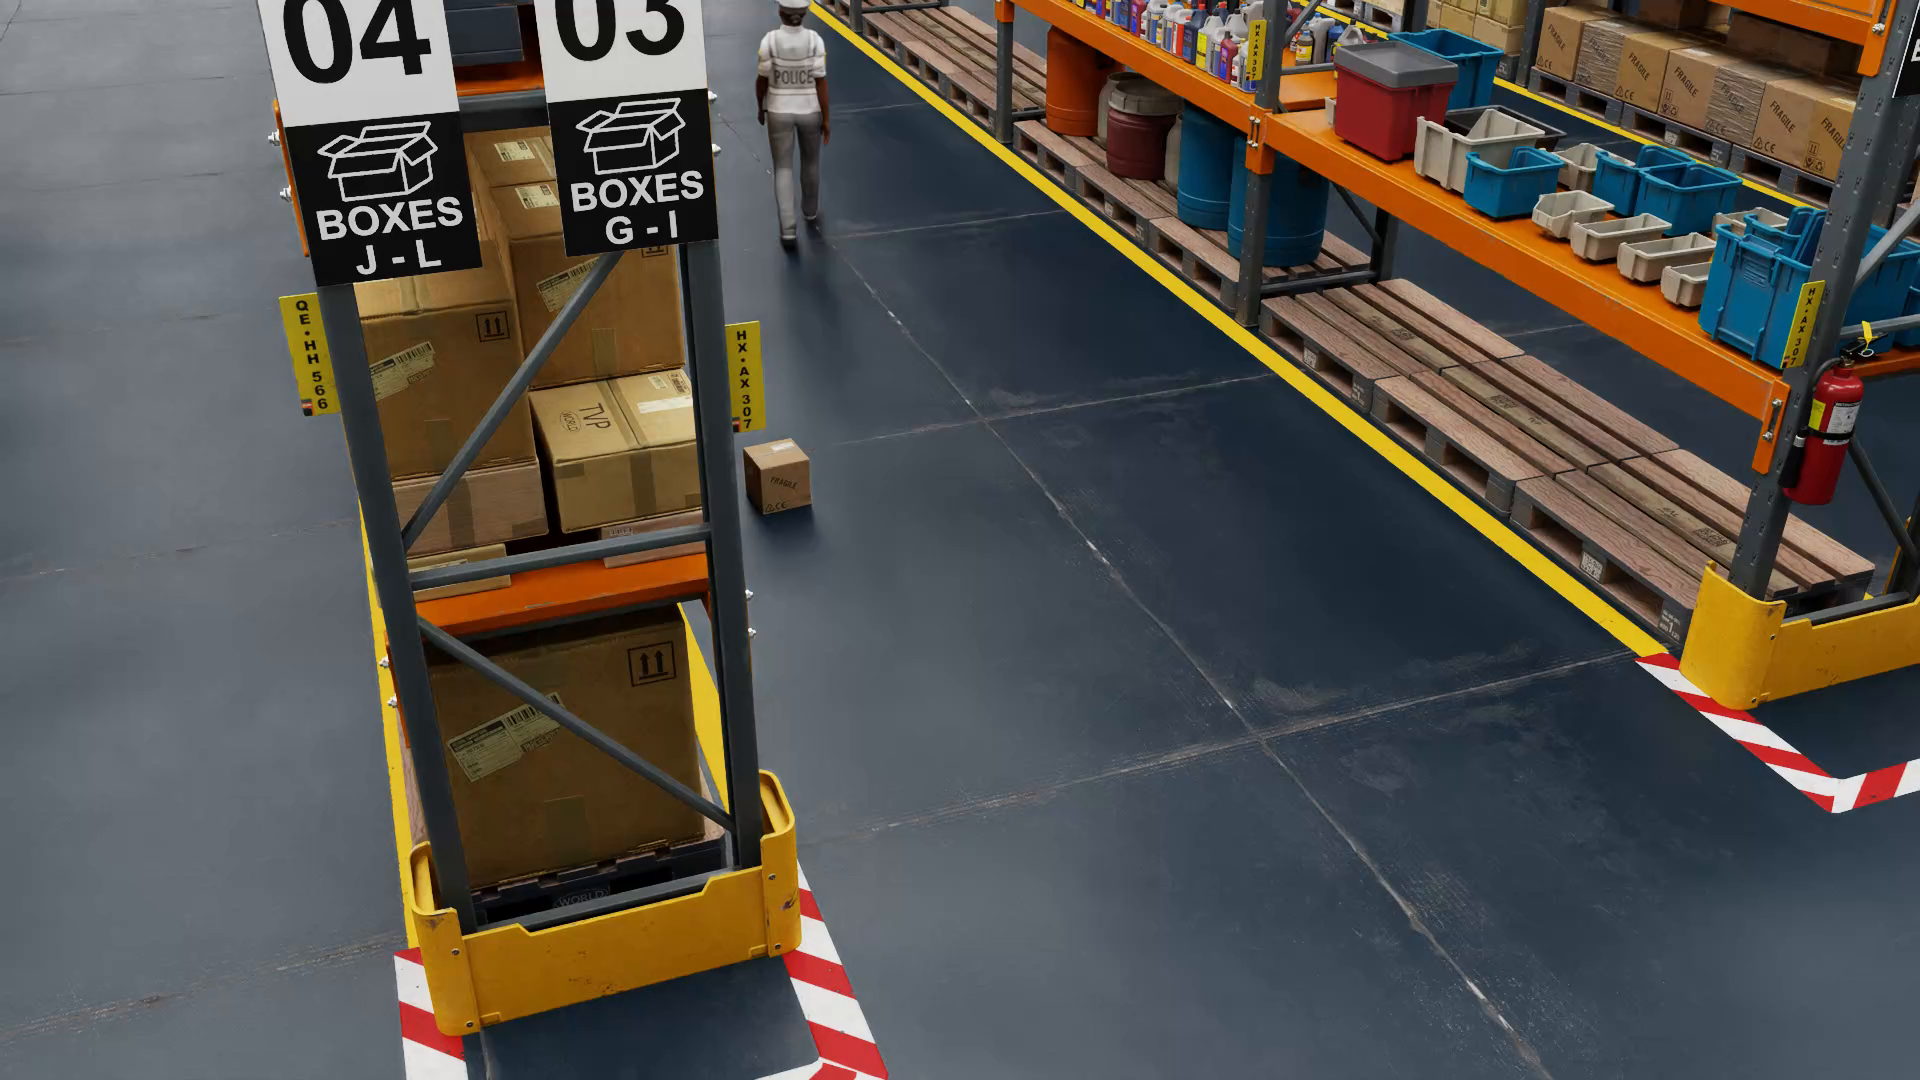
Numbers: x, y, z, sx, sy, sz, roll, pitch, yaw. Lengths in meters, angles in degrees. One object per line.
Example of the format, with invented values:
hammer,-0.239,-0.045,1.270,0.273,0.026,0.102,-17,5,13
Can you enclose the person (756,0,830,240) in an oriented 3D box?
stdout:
person,-1.117,-2.868,11.057,0.467,1.650,0.853,-5,30,-9
